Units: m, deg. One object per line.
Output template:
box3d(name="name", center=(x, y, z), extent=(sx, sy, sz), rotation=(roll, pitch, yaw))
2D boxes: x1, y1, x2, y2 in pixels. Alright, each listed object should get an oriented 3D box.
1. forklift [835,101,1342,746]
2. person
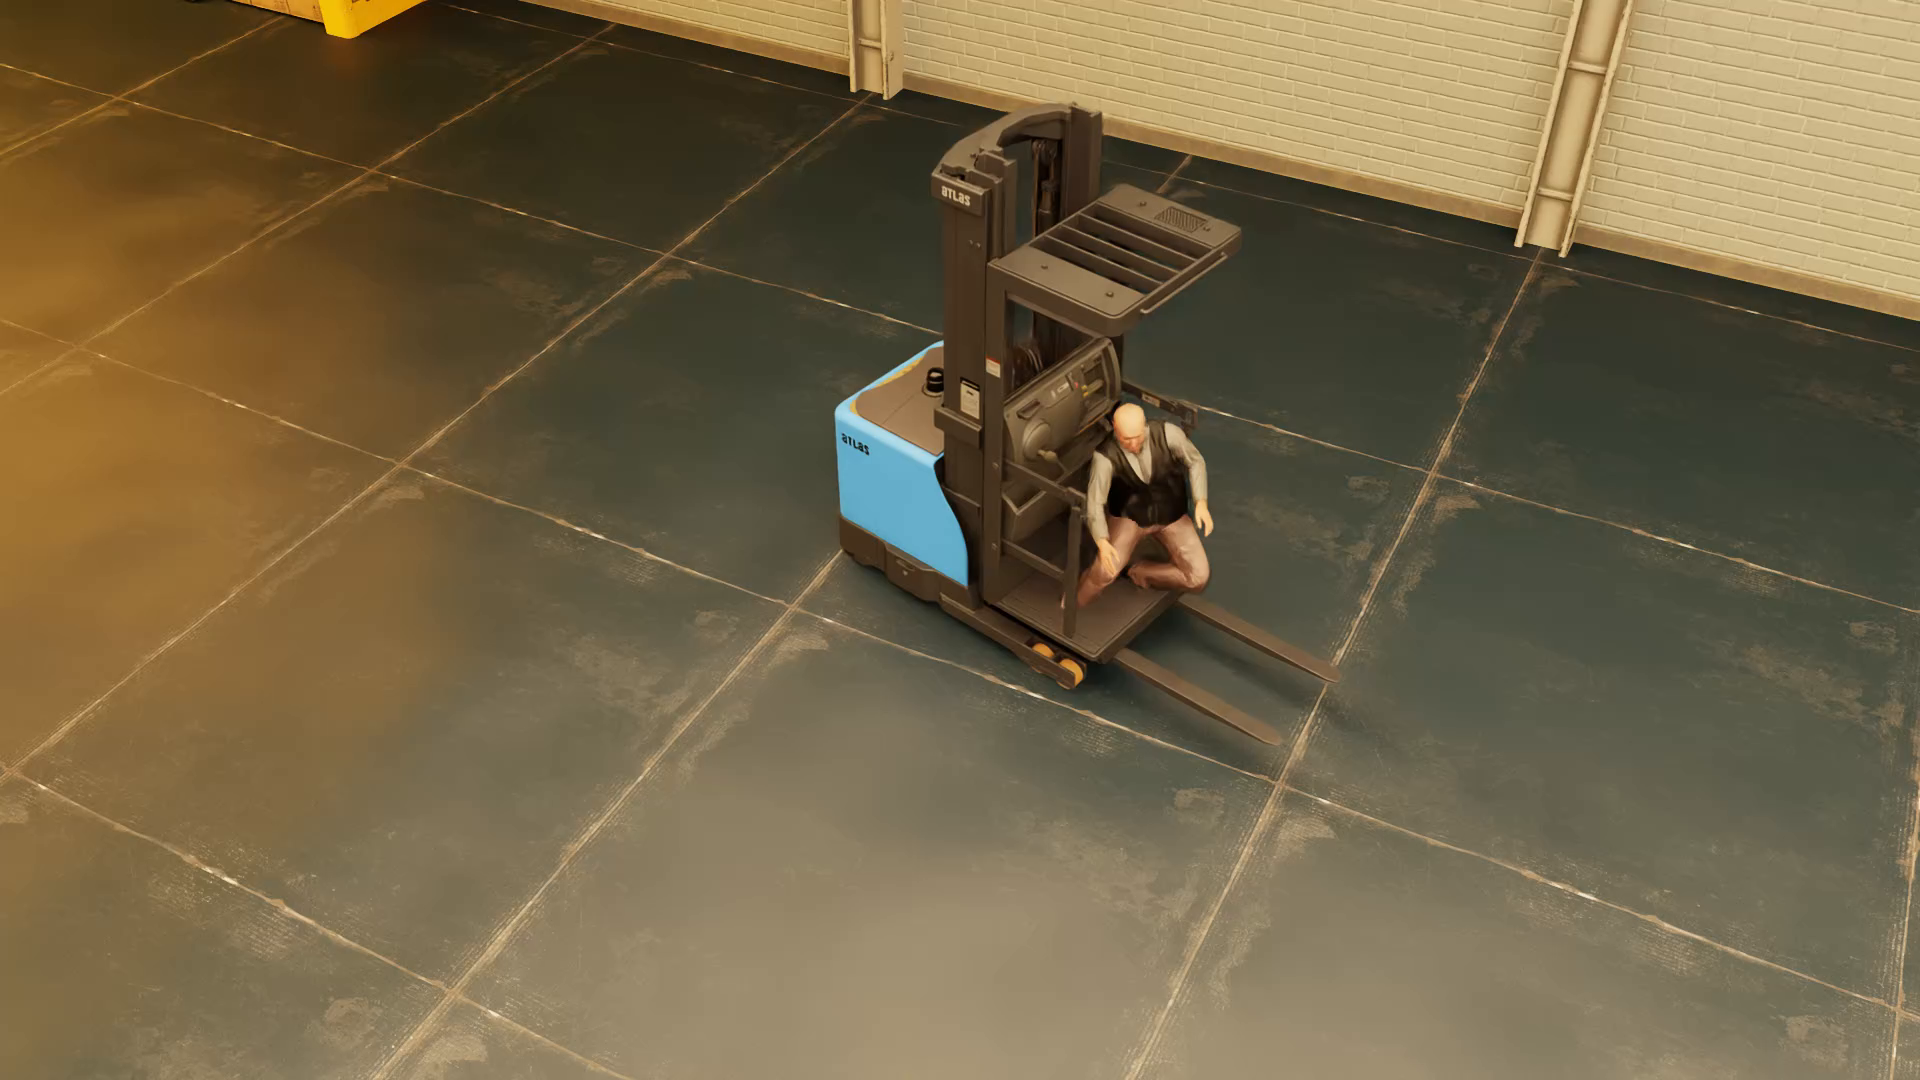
box3d(name="forklift", center=(0.713, -0.678, 8.791), extent=(3.031, 2.935, 1.130), rotation=(29, 48, 30))
box3d(name="person", center=(0.955, -0.090, 9.060), extent=(0.835, 1.399, 0.777), rotation=(-5, 40, -6))
